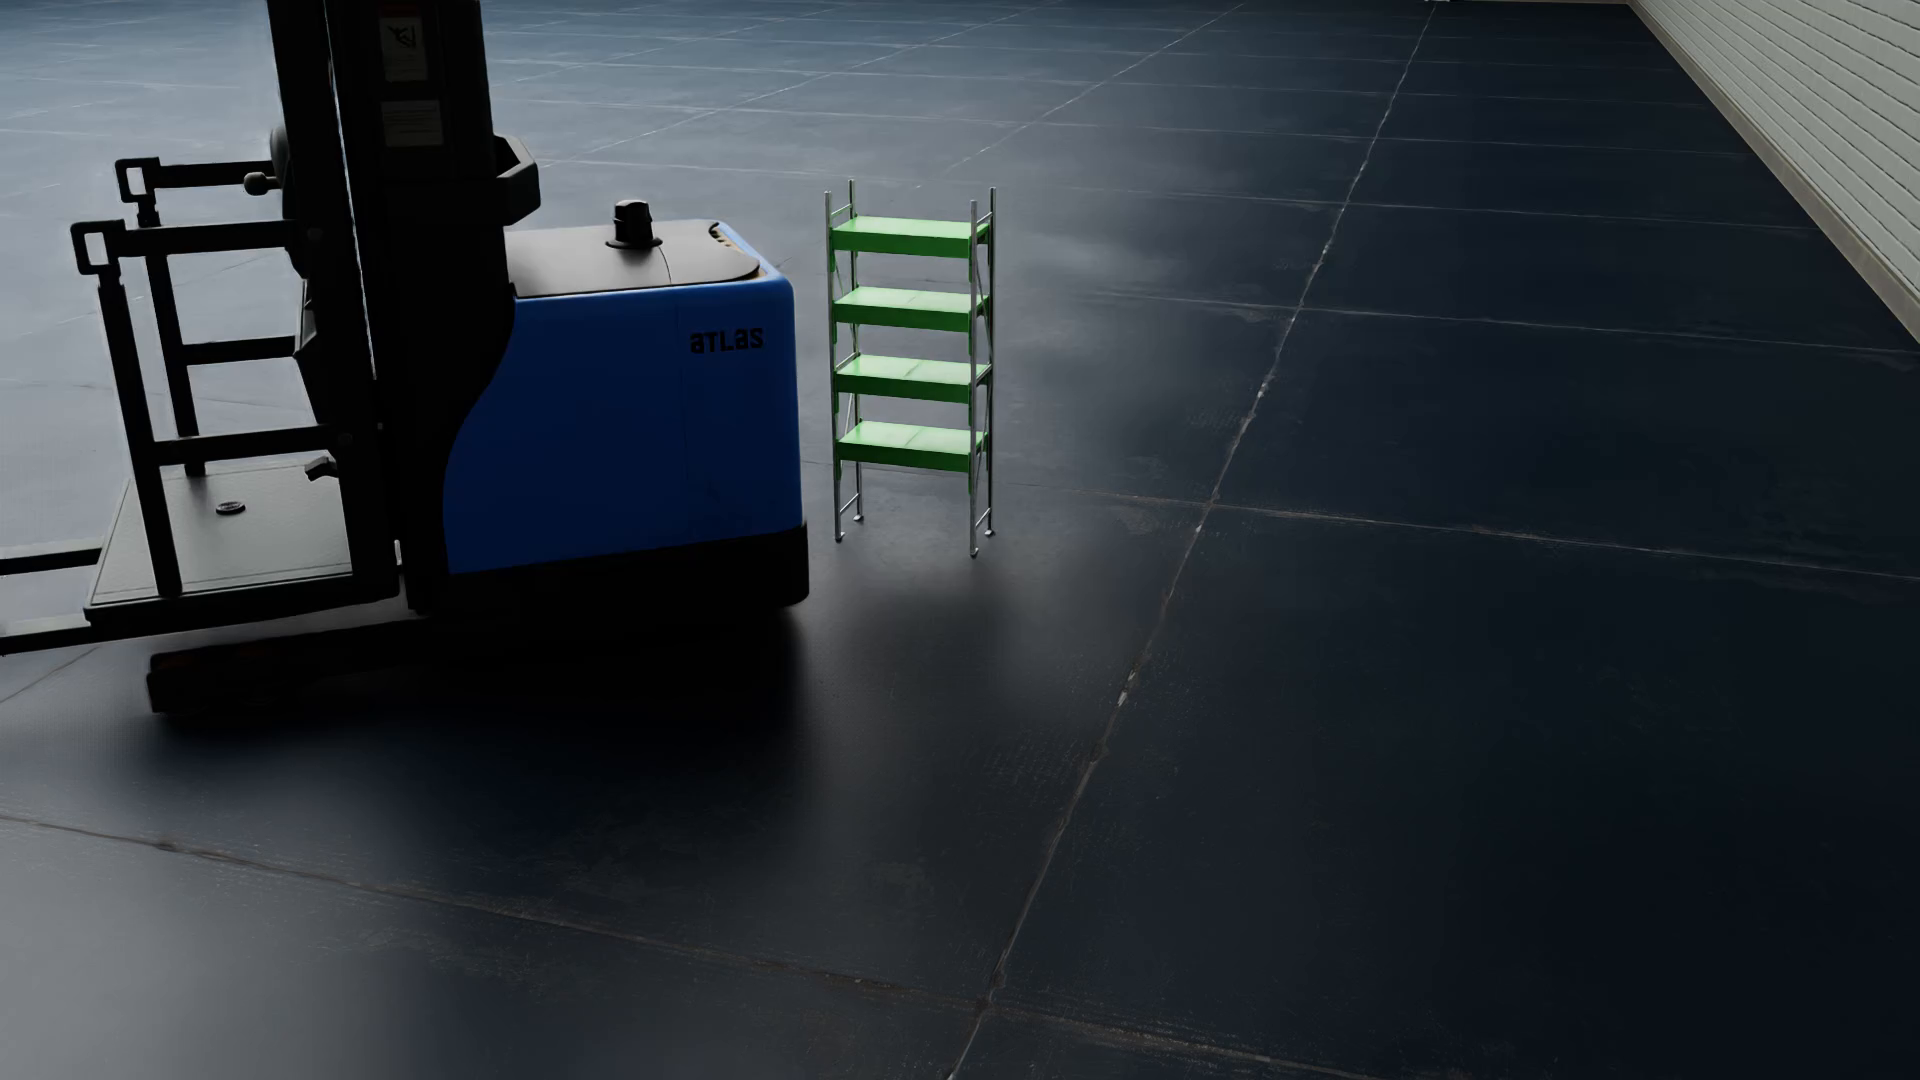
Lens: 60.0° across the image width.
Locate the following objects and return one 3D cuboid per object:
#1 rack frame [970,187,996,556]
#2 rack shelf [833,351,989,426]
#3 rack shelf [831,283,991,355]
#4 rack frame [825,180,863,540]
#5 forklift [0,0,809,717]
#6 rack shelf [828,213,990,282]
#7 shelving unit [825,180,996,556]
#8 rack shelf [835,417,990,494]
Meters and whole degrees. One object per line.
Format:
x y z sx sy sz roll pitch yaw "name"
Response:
0.075 -0.547 5.521 0.015 1.200 0.240 7 23 16 "rack frame"
-0.158 -0.514 5.611 0.480 0.148 0.258 7 23 16 "rack shelf"
-0.158 -0.736 5.520 0.480 0.148 0.258 7 23 16 "rack shelf"
-0.392 -0.600 5.652 0.015 1.200 0.240 7 23 16 "rack frame"
-2.042 -1.094 4.576 3.031 2.935 1.130 -8 24 -18 "forklift"
-0.158 -0.958 5.429 0.480 0.148 0.258 7 23 16 "rack shelf"
-0.158 -0.573 5.587 0.503 1.200 0.258 7 23 16 "shelving unit"
-0.158 -0.292 5.702 0.480 0.148 0.258 7 23 16 "rack shelf"
